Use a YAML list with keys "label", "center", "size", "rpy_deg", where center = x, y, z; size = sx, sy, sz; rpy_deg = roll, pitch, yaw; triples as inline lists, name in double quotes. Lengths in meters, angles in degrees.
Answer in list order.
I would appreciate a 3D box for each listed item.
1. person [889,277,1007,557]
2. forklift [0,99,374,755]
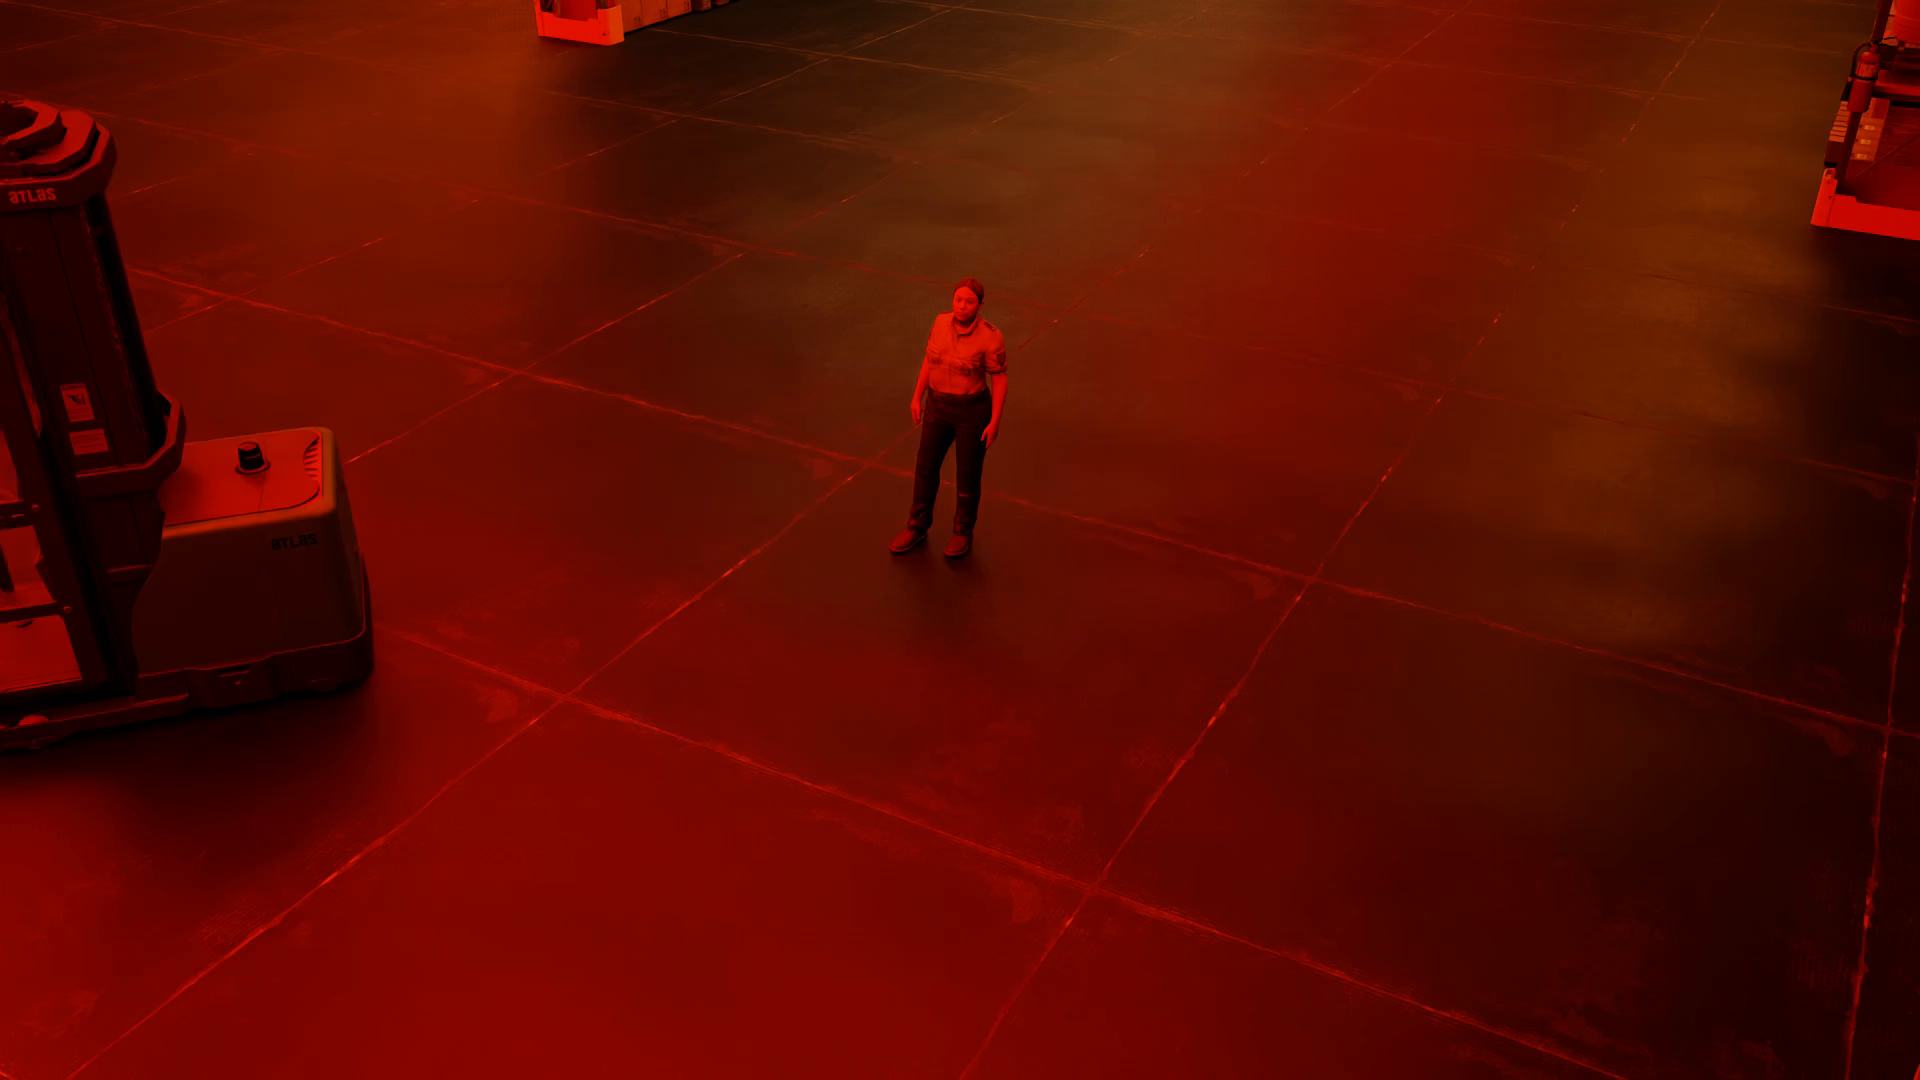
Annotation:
- label: "person"
  center: [-0.064, -0.686, 9.529]
  size: [0.598, 1.651, 0.502]
  rpy_deg: [15, 33, 25]
- label: "forklift"
  center: [-4.642, -0.503, 7.943]
  size: [3.031, 2.935, 1.130]
  rpy_deg: [-10, 31, -16]
